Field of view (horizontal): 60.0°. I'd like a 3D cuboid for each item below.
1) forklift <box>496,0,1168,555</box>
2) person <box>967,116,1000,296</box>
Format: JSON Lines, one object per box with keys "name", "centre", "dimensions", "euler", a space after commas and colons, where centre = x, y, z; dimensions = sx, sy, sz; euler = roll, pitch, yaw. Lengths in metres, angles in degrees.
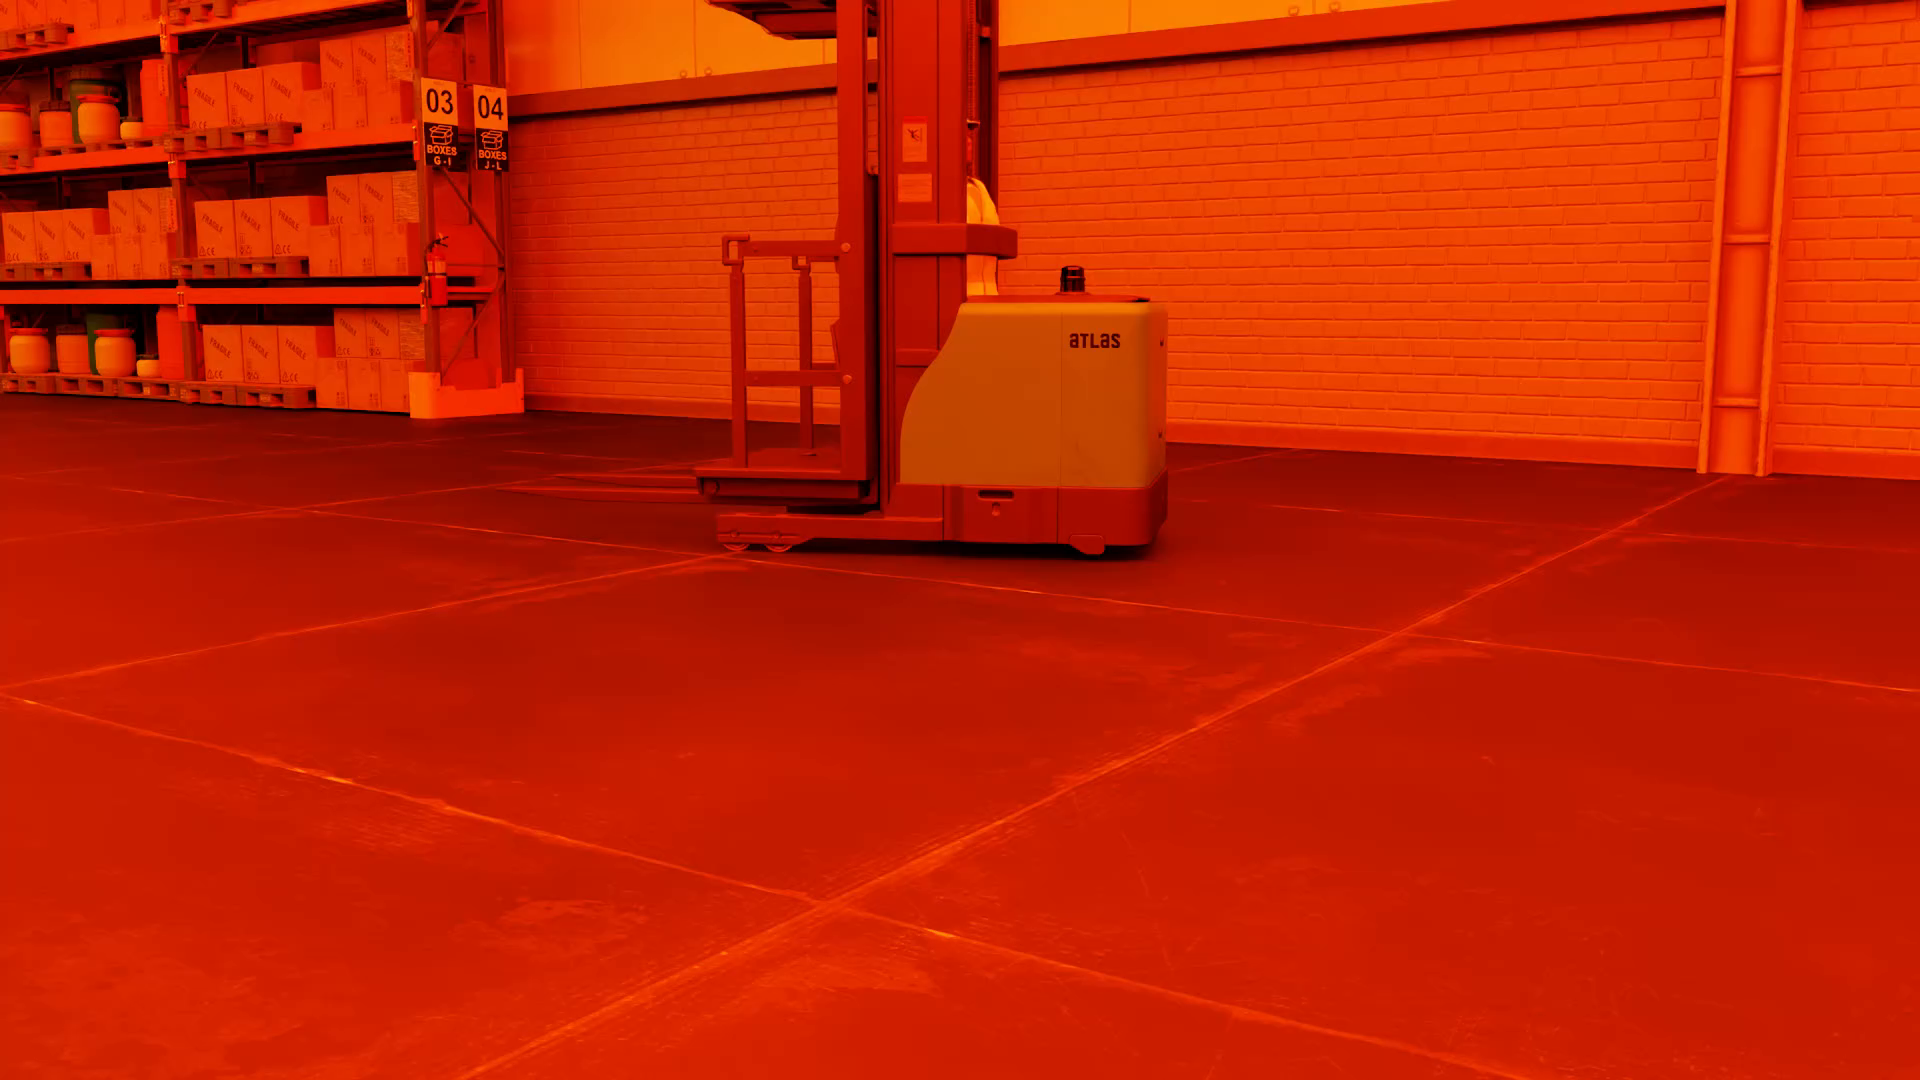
{"name": "forklift", "centre": [-0.596, -1.469, 7.520], "dimensions": [3.031, 2.935, 1.130], "euler": [2, 8, 12]}
{"name": "person", "centre": [-0.010, -1.042, 7.450], "dimensions": [0.387, 1.787, 0.534], "euler": [5, 10, 34]}
